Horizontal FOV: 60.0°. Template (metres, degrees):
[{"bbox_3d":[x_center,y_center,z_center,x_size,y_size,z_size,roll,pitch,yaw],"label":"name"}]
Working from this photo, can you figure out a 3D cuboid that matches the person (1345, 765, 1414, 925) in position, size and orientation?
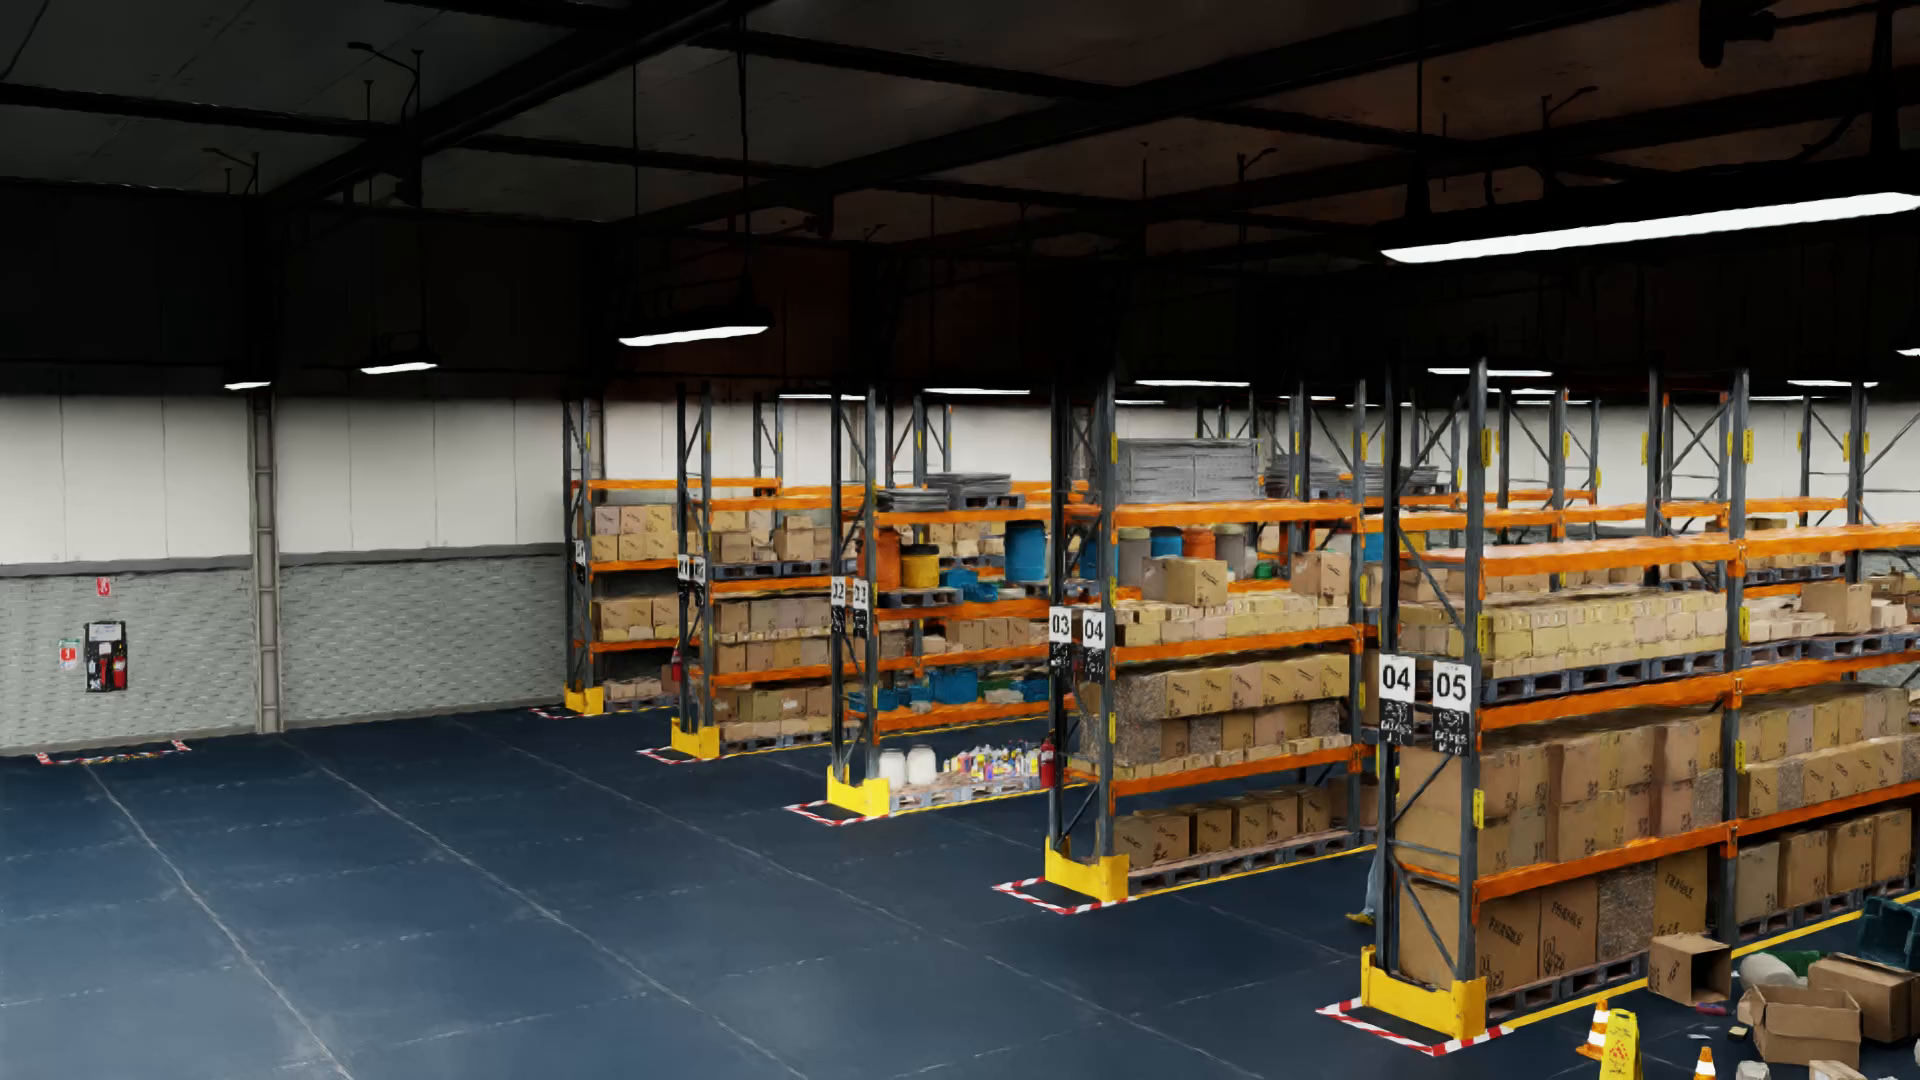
[{"bbox_3d":[4.576,3.201,17.372,0.973,1.720,0.616,-1,4,-12],"label":"person"}]
